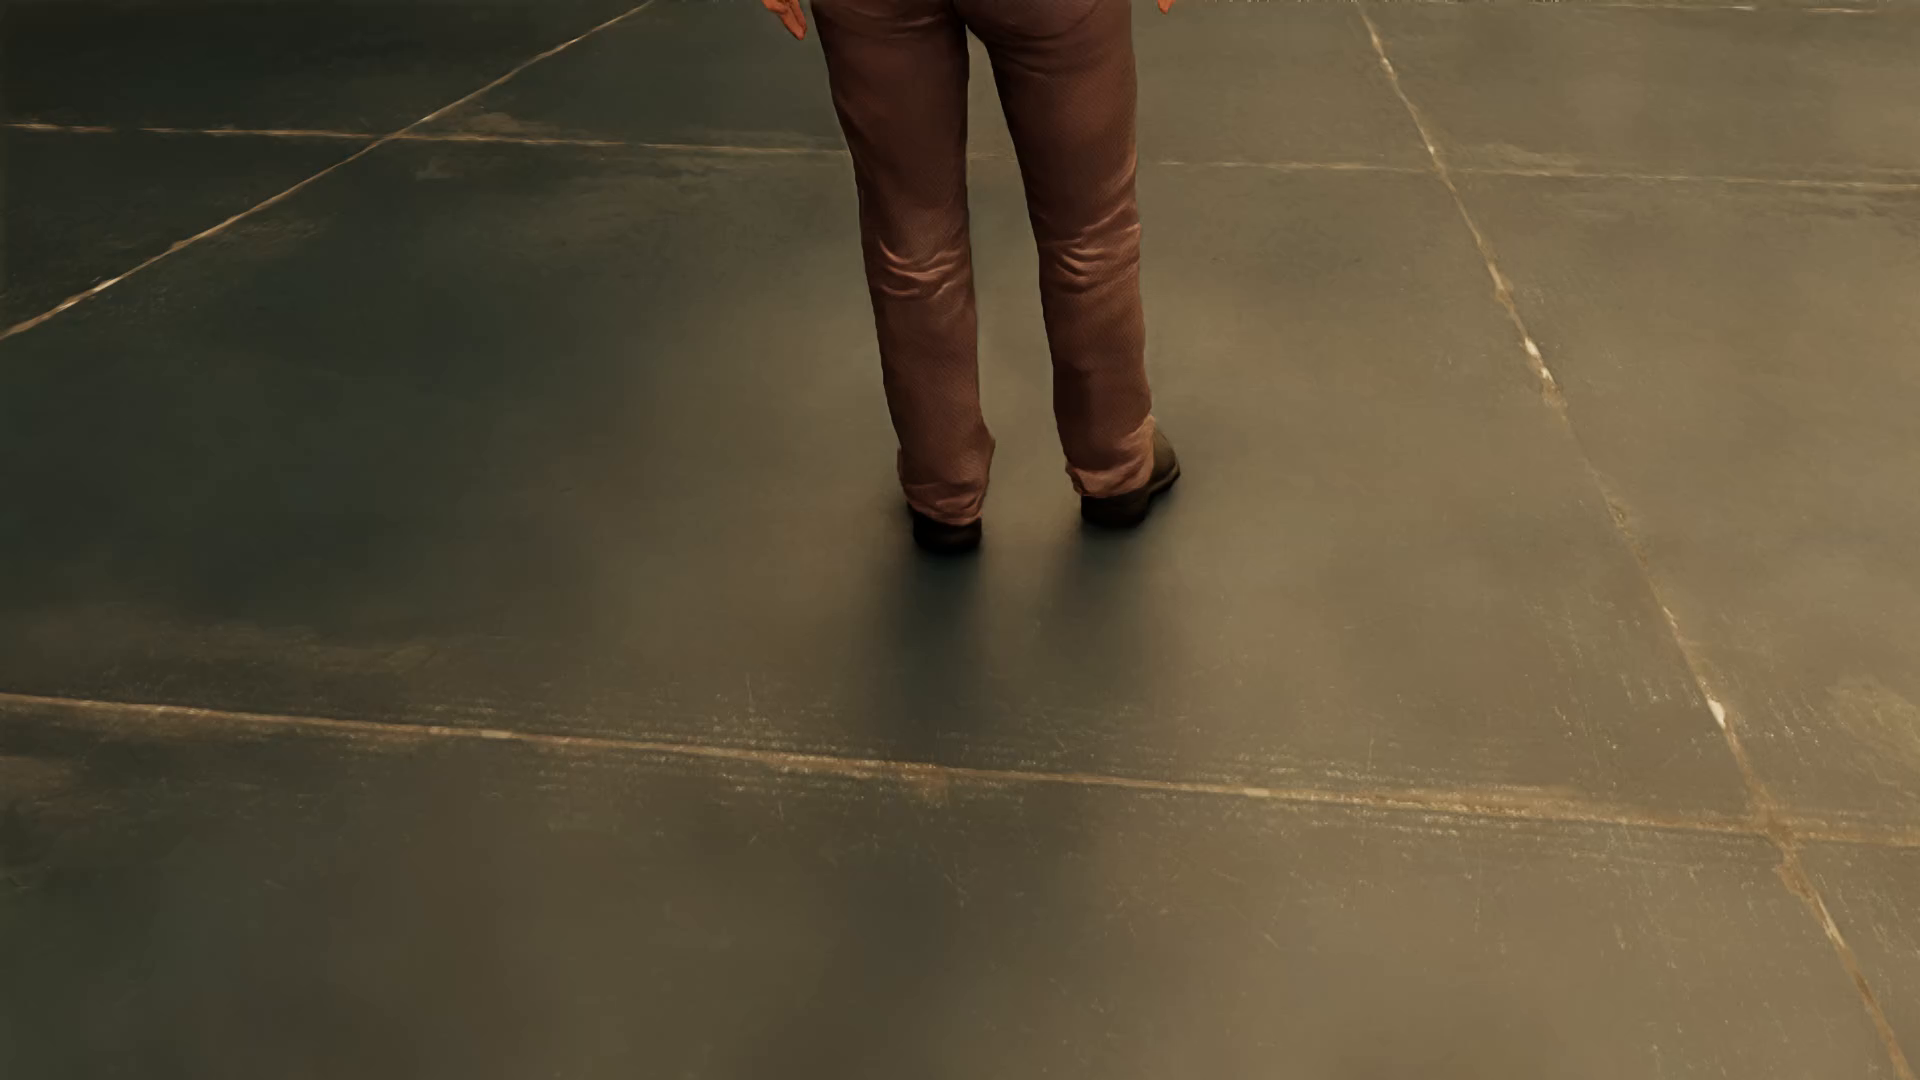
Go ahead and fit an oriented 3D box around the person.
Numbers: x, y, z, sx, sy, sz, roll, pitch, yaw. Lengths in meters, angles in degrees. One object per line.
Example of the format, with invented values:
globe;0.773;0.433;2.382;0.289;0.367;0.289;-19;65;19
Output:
person;0.016;-0.804;2.167;0.632;1.720;0.567;3;27;7
